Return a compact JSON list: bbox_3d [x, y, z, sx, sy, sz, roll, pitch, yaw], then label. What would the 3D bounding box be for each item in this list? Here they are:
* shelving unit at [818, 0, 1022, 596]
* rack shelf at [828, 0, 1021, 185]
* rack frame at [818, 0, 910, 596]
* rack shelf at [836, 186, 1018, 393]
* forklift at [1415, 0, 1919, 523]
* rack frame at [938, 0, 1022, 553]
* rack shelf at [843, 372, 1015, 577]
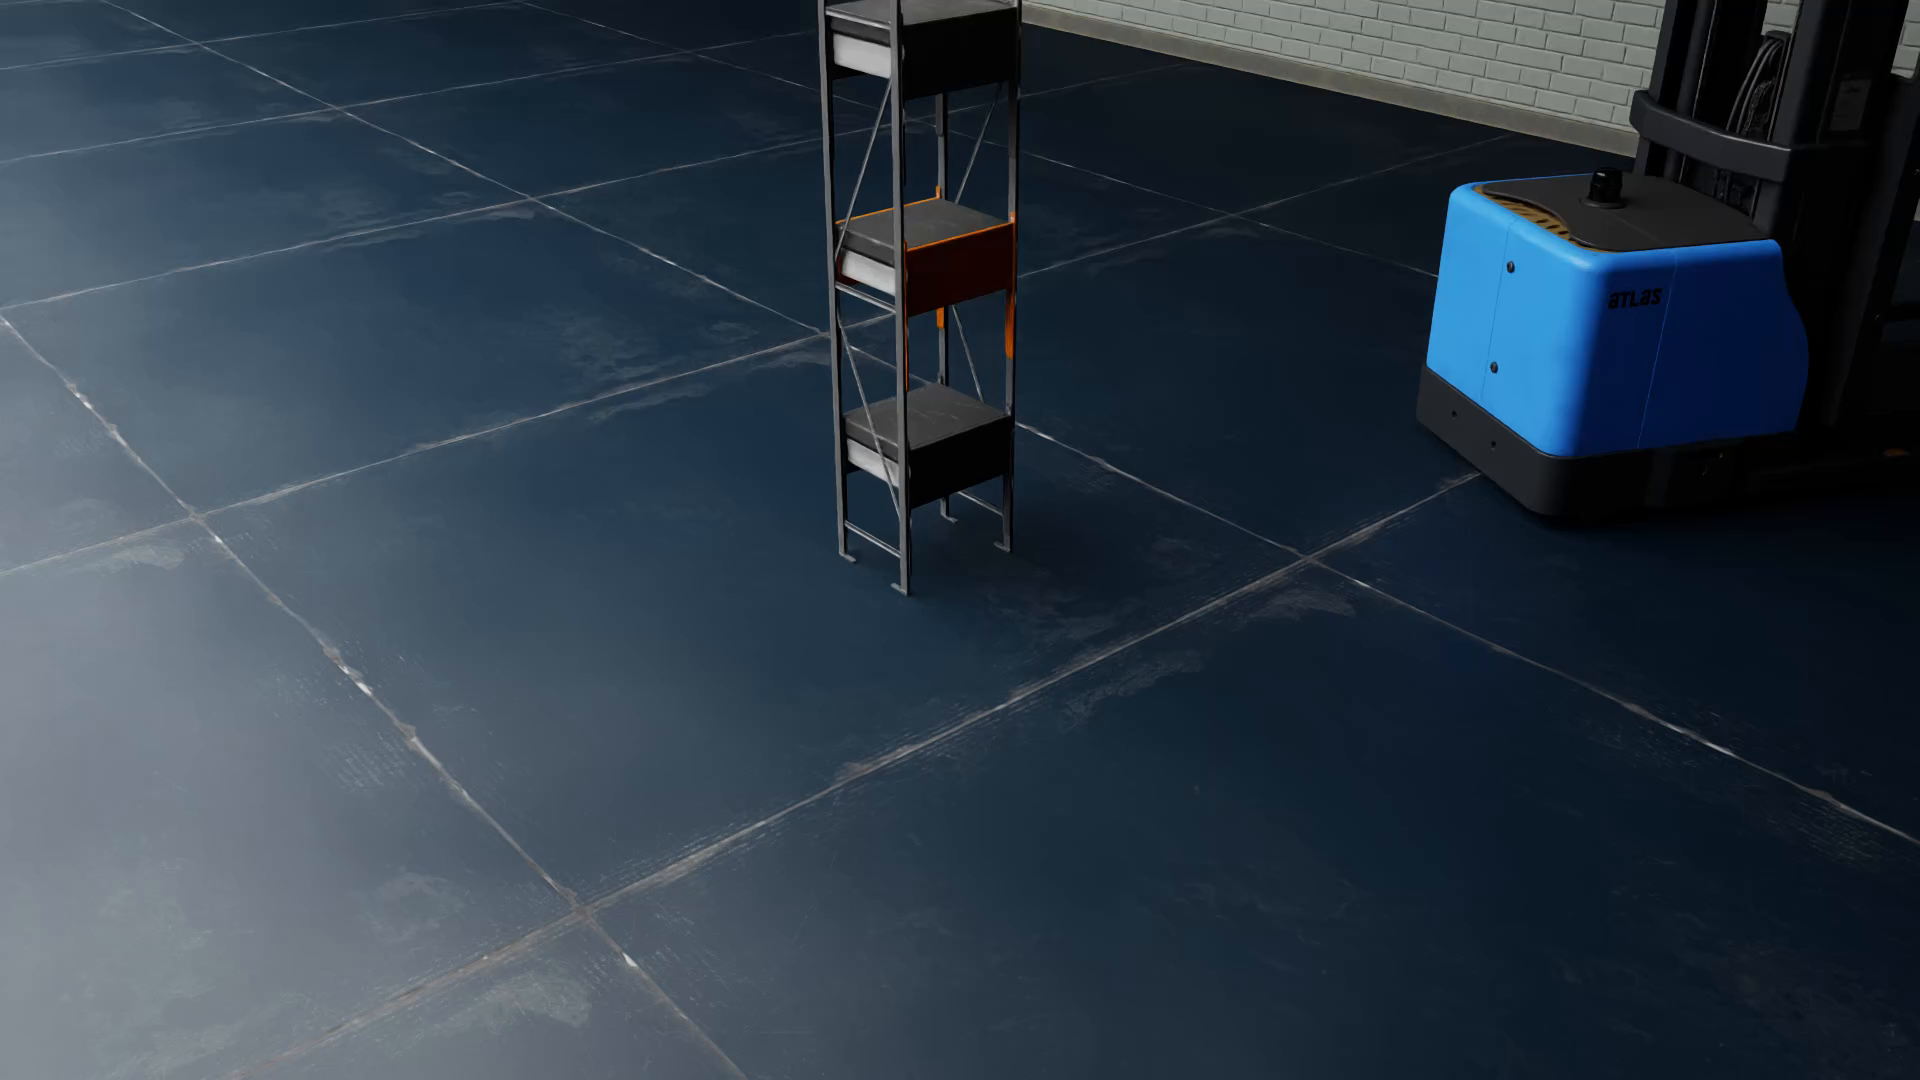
[{"bbox_3d":[-0.126,-0.875,5.660,0.503,2.100,0.431,-22,35,-35],"label":"shelving unit"},{"bbox_3d":[-0.126,-1.481,5.337,0.480,0.518,0.431,-22,35,-35],"label":"rack shelf"},{"bbox_3d":[-0.312,-0.801,5.521,0.015,2.100,0.400,-22,35,-35],"label":"rack frame"},{"bbox_3d":[-0.126,-0.863,5.667,0.480,0.518,0.431,-22,35,-35],"label":"rack shelf"},{"bbox_3d":[3.512,-1.726,6.371,3.031,2.935,1.130,-7,29,-13],"label":"forklift"},{"bbox_3d":[0.060,-0.950,5.800,0.015,2.100,0.400,-22,35,-35],"label":"rack frame"},{"bbox_3d":[-0.126,-0.246,5.997,0.480,0.518,0.431,-22,35,-35],"label":"rack shelf"}]
